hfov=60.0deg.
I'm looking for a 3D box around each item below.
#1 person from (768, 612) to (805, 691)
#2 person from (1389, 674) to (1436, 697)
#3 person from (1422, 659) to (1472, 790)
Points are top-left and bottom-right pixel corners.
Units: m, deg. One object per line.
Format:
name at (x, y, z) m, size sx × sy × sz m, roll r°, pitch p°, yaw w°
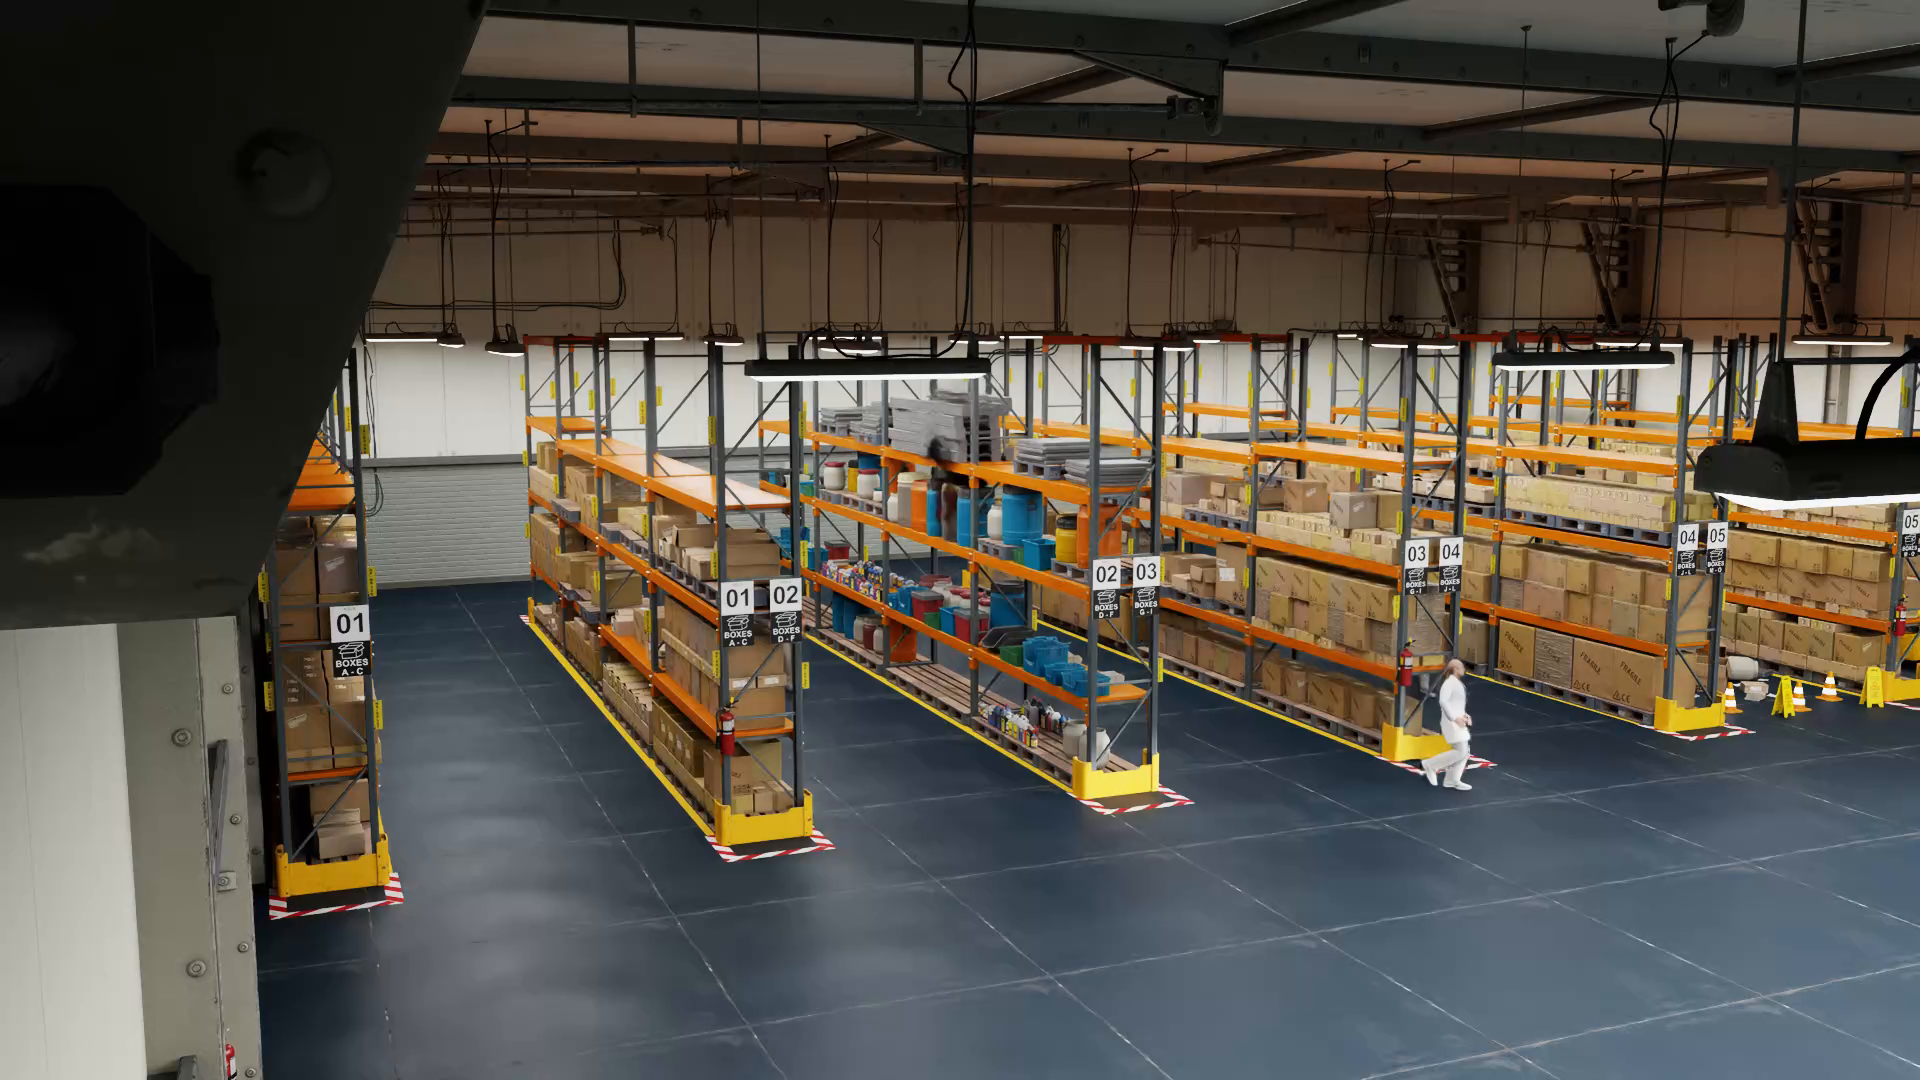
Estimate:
person at (-2.948, 1.718, 28.493) m, size 0.656 × 1.675 × 0.664 m, roll -4°, pitch 8°, yaw -26°
person at (7.733, 1.717, 28.229) m, size 0.672 × 1.793 × 0.925 m, roll -5°, pitch 9°, yaw -32°
person at (6.653, 2.481, 22.611) m, size 0.656 × 1.726 × 0.740 m, roll 3°, pitch 8°, yaw 18°
